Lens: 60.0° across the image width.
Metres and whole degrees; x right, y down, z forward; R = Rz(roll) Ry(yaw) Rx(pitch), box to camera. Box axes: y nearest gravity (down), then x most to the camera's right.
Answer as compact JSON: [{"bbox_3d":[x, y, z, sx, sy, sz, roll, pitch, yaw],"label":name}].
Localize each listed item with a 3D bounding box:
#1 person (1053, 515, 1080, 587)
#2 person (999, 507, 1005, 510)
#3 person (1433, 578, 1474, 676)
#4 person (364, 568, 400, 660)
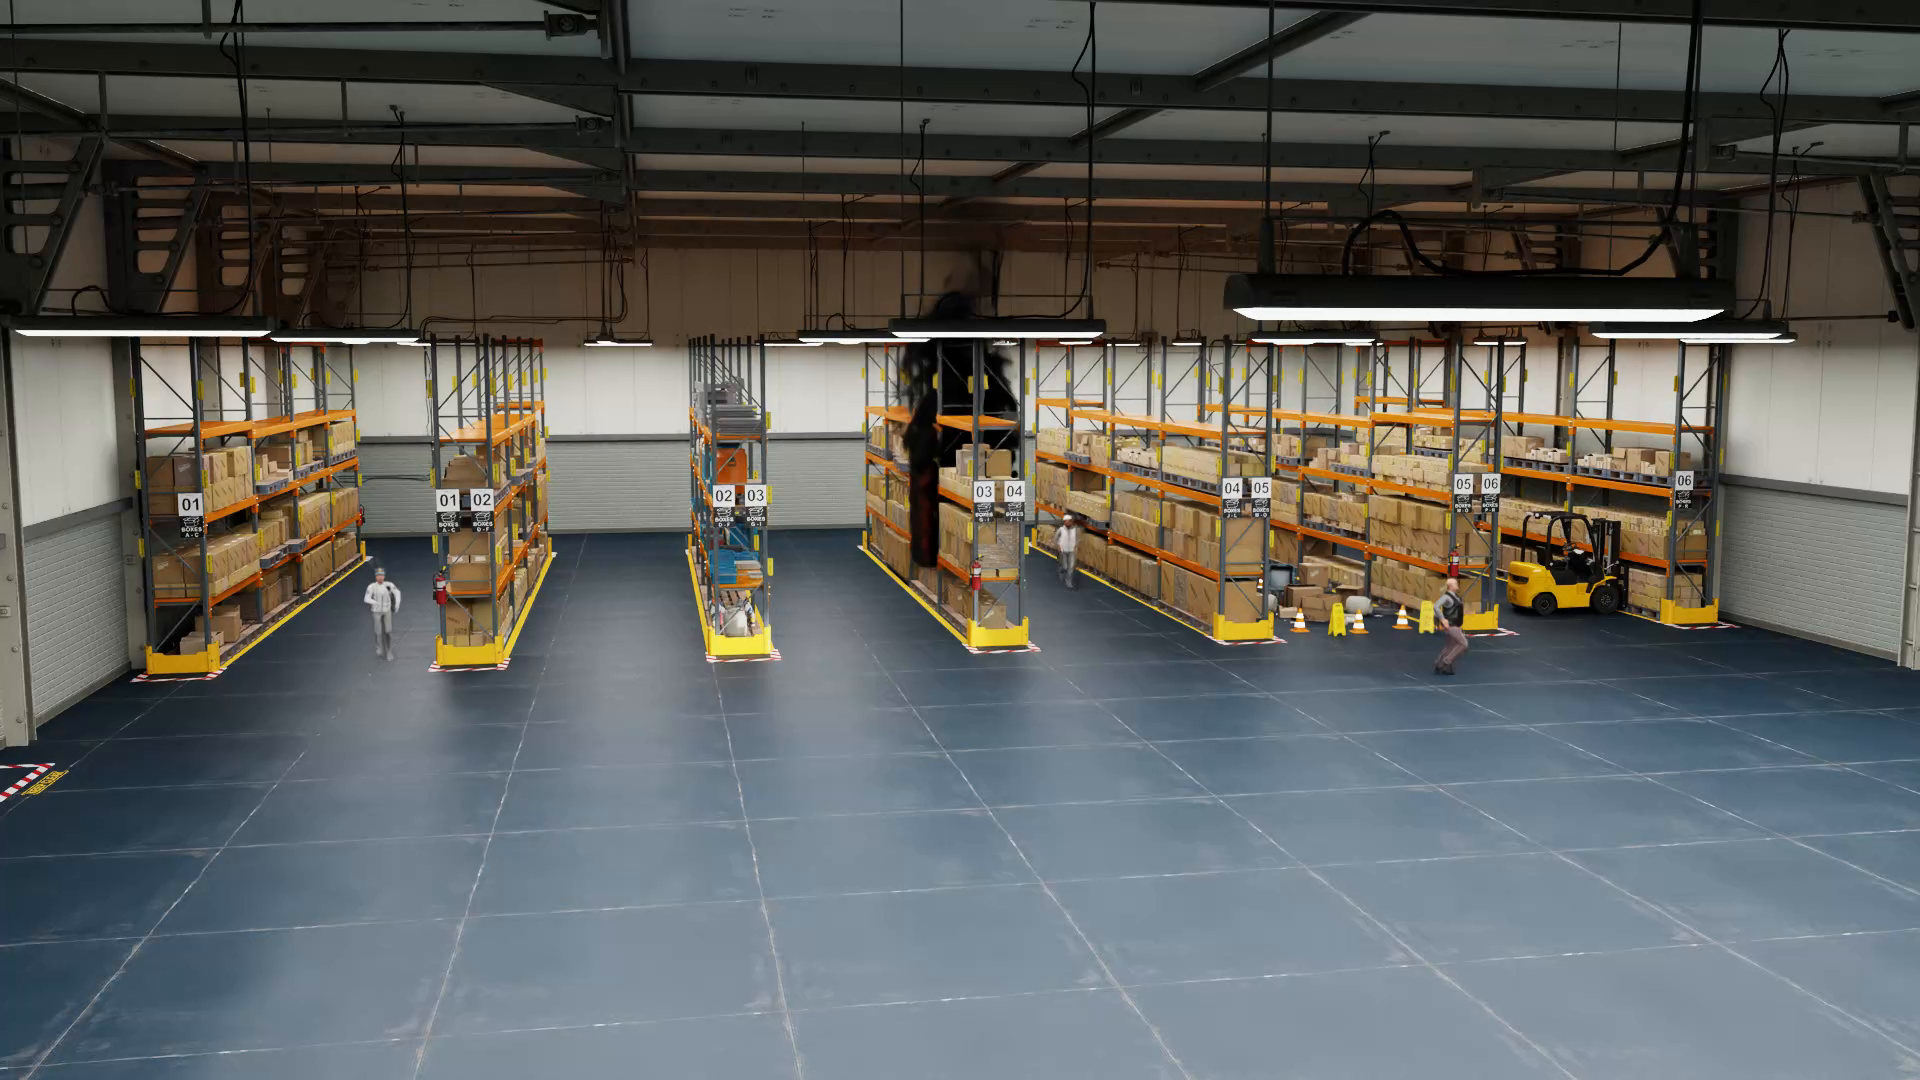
[{"bbox_3d":[2.596,0.255,40.249,0.671,1.730,0.685,-1,7,-11],"label":"person"},{"bbox_3d":[1.030,-0.540,47.867,0.635,1.650,0.857,0,7,4],"label":"person"},{"bbox_3d":[8.670,1.527,29.214,0.678,1.702,0.630,4,8,30],"label":"person"},{"bbox_3d":[-10.692,1.382,30.804,0.632,1.759,0.722,-3,7,-21],"label":"person"}]
